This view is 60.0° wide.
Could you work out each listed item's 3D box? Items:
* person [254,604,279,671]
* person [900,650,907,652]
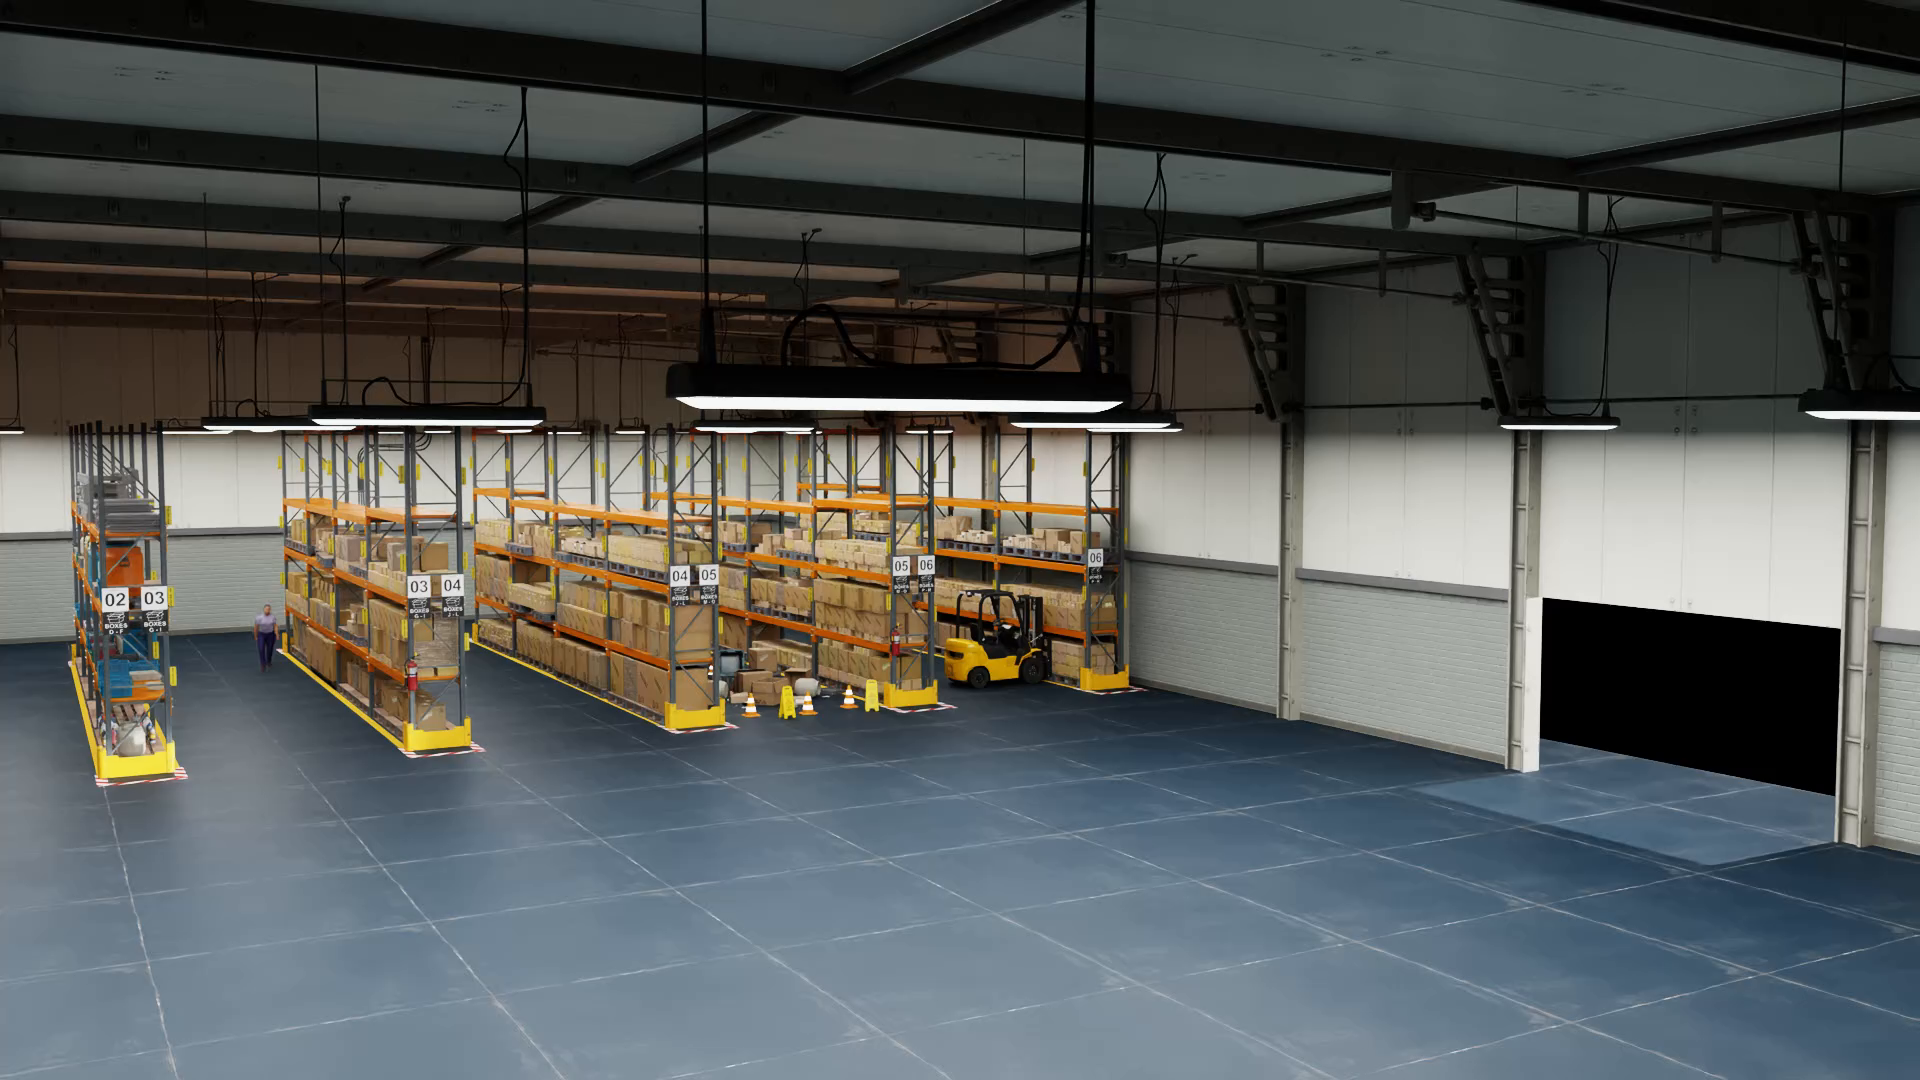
[{"bbox_3d":[-17.071,2.382,40.920,0.552,1.571,1.038,-2,4,-29],"label":"person"},{"bbox_3d":[-1.385,2.257,39.760,0.482,1.572,0.670,-2,4,-33],"label":"person"}]
